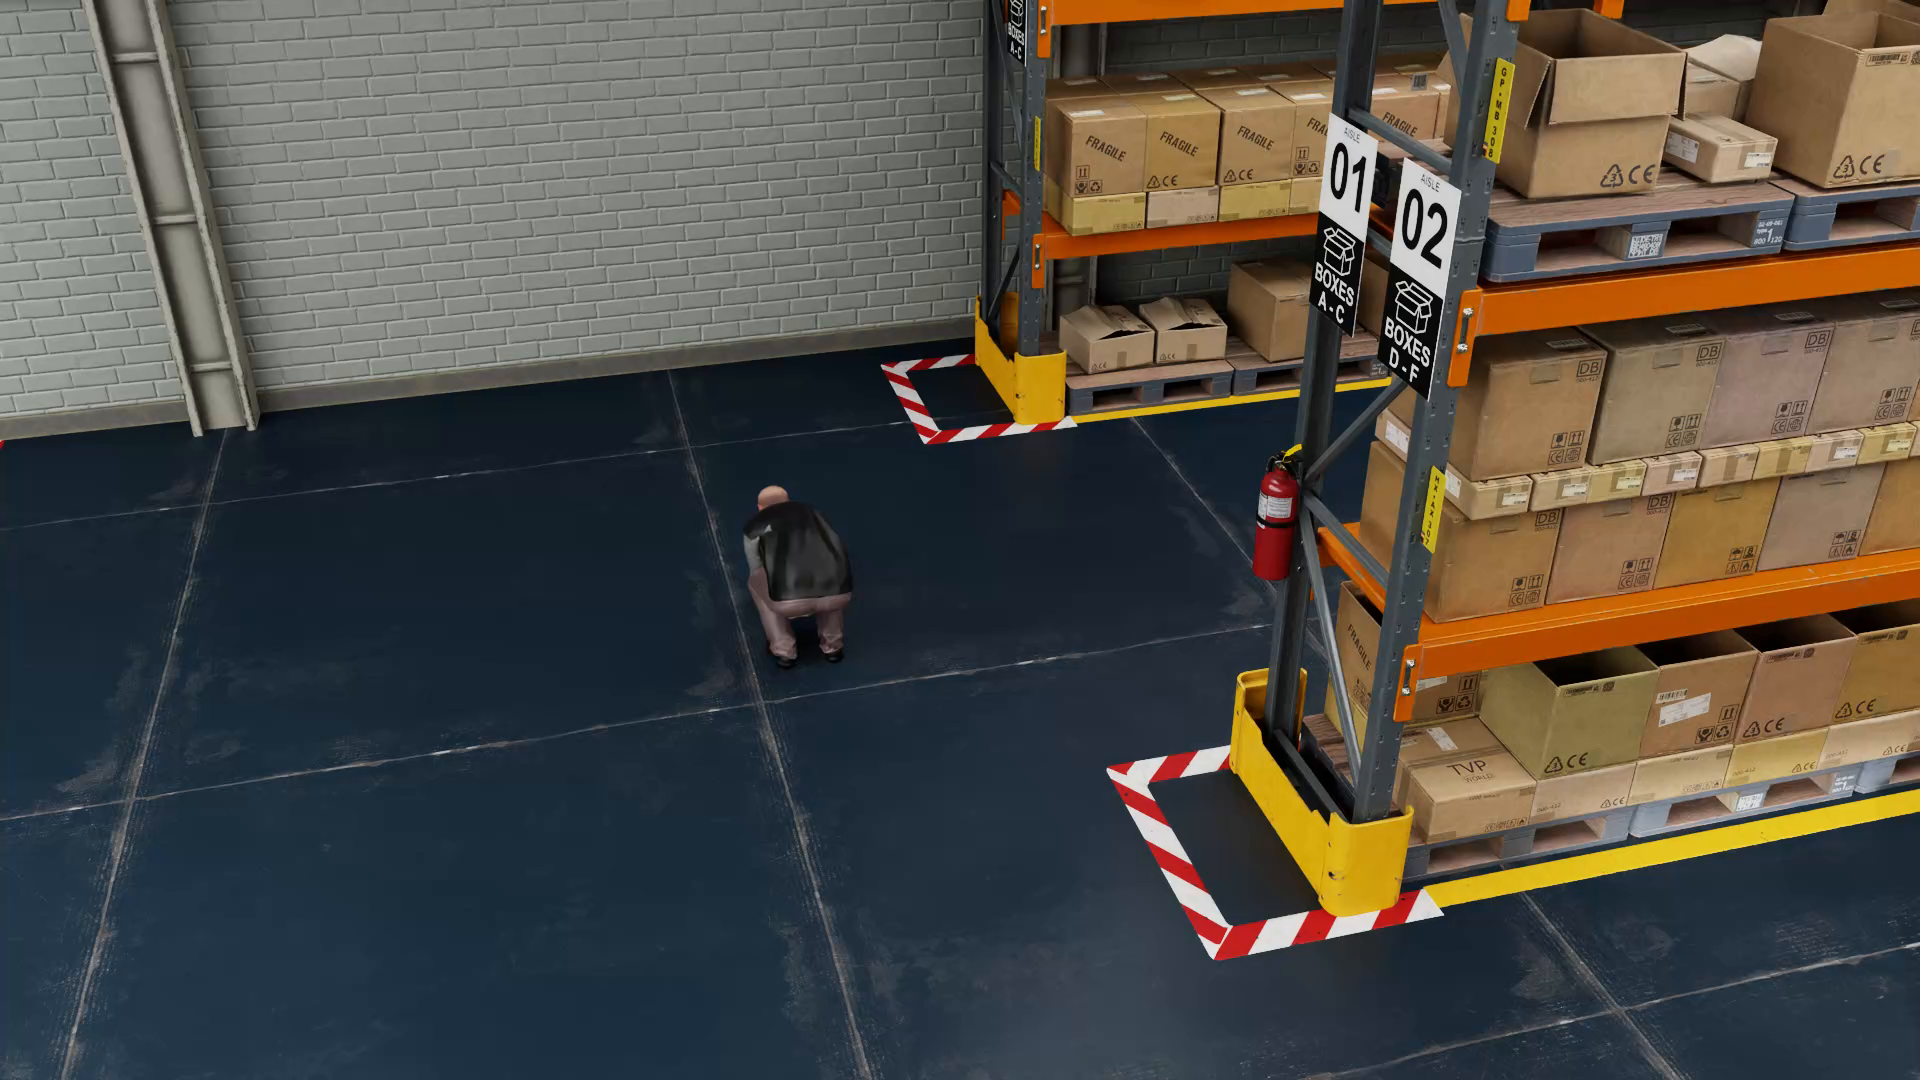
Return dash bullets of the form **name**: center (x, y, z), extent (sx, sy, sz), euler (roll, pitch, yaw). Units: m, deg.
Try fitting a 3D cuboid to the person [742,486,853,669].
- **person**: center (-0.875, 0.199, 8.888), extent (0.505, 0.790, 0.939), euler (-9, 31, -14)
